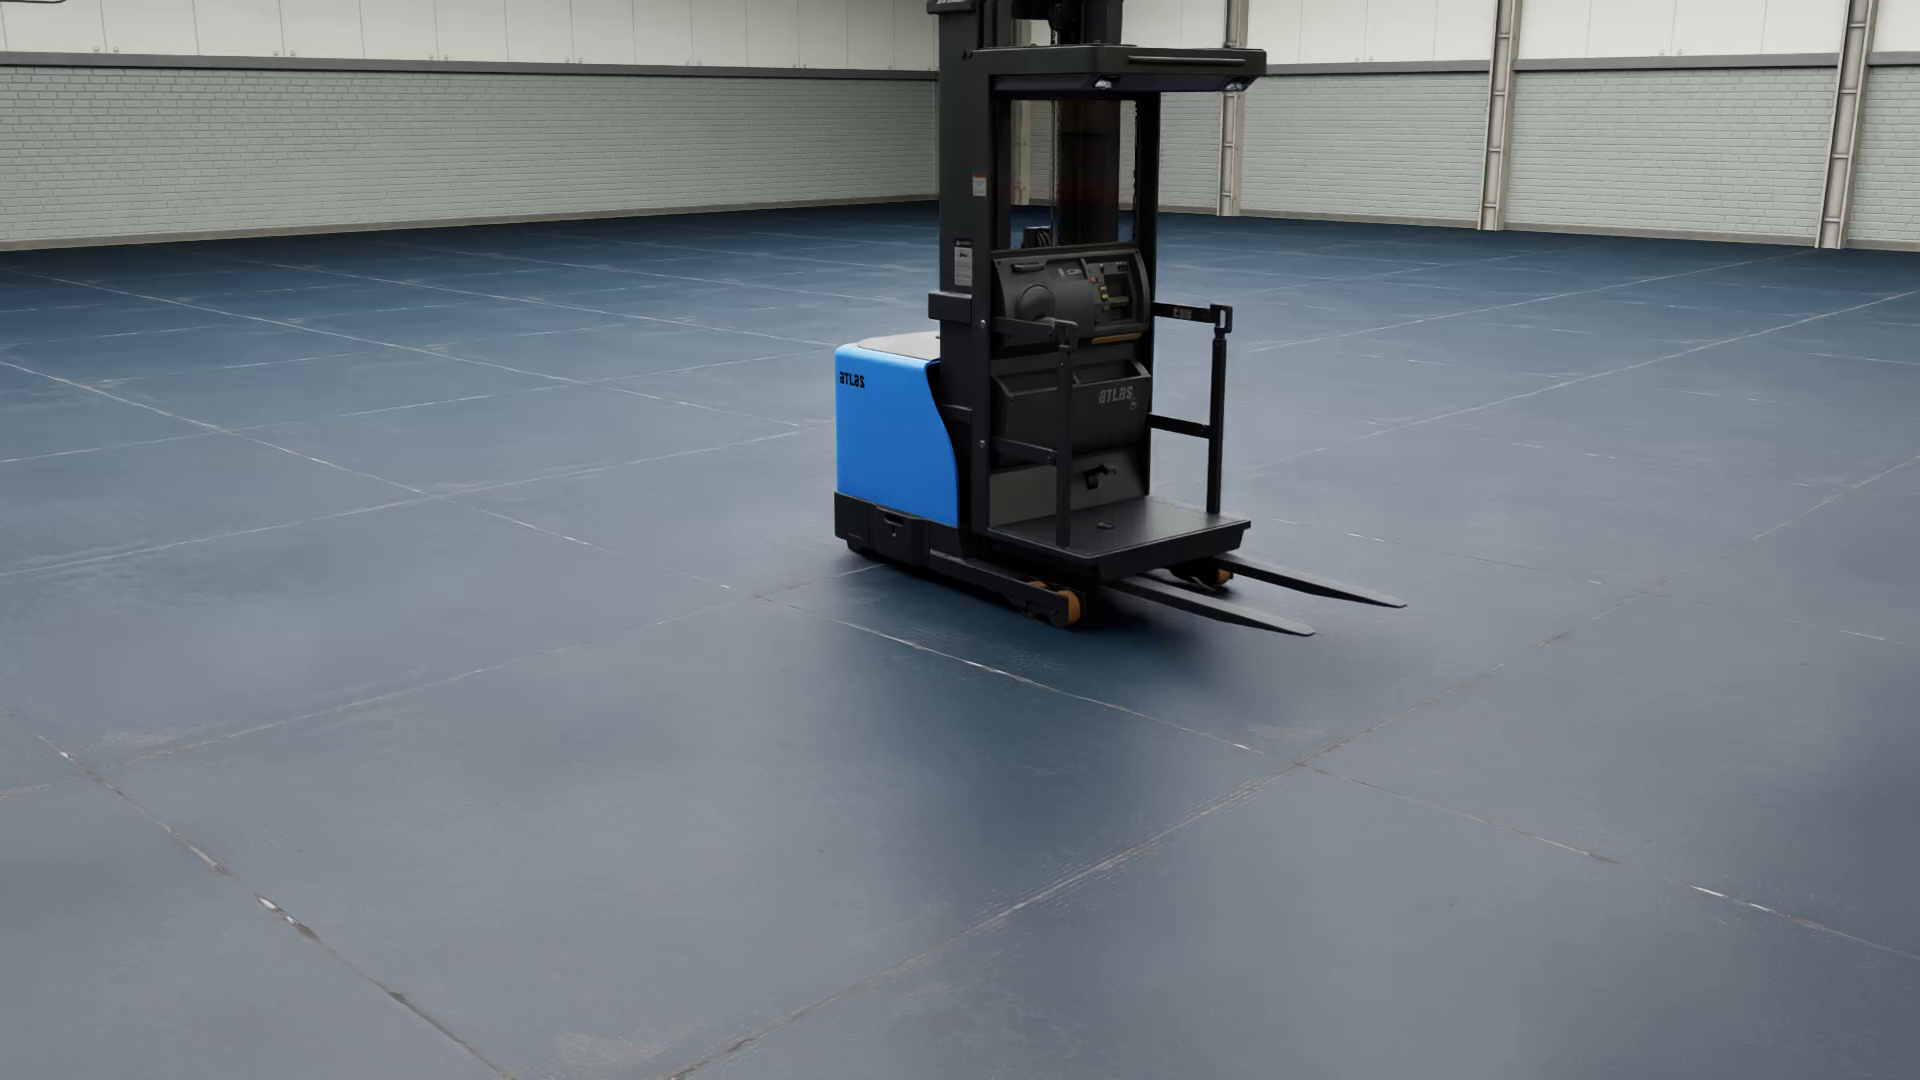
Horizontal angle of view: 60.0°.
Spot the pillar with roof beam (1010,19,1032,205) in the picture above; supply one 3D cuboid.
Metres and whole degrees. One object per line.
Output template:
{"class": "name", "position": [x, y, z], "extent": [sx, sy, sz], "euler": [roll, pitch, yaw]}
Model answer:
{"class": "pillar with roof beam", "position": [-1.577, -11.549, 35.411], "extent": [0.400, 9.000, 9.100], "euler": [14, 20, 42]}

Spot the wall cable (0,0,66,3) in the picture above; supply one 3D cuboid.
{"class": "wall cable", "position": [-15.055, -10.735, 25.540], "extent": [0.169, 6.003, 2.305], "euler": [14, 20, 42]}

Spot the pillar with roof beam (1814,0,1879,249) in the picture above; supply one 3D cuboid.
{"class": "pillar with roof beam", "position": [11.381, -8.399, 23.320], "extent": [0.400, 9.000, 9.100], "euler": [14, 20, 42]}

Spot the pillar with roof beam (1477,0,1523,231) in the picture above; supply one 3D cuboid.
{"class": "pillar with roof beam", "position": [7.061, -9.449, 27.350], "extent": [0.400, 9.000, 9.100], "euler": [14, 20, 42]}

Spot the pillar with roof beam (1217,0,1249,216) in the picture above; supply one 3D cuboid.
{"class": "pillar with roof beam", "position": [2.742, -10.499, 31.381], "extent": [0.400, 9.000, 9.100], "euler": [14, 20, 42]}

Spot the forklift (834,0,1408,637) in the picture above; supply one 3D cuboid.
{"class": "forklift", "position": [0.667, -1.172, 7.616], "extent": [1.130, 2.935, 3.031], "euler": [-12, 19, -38]}
